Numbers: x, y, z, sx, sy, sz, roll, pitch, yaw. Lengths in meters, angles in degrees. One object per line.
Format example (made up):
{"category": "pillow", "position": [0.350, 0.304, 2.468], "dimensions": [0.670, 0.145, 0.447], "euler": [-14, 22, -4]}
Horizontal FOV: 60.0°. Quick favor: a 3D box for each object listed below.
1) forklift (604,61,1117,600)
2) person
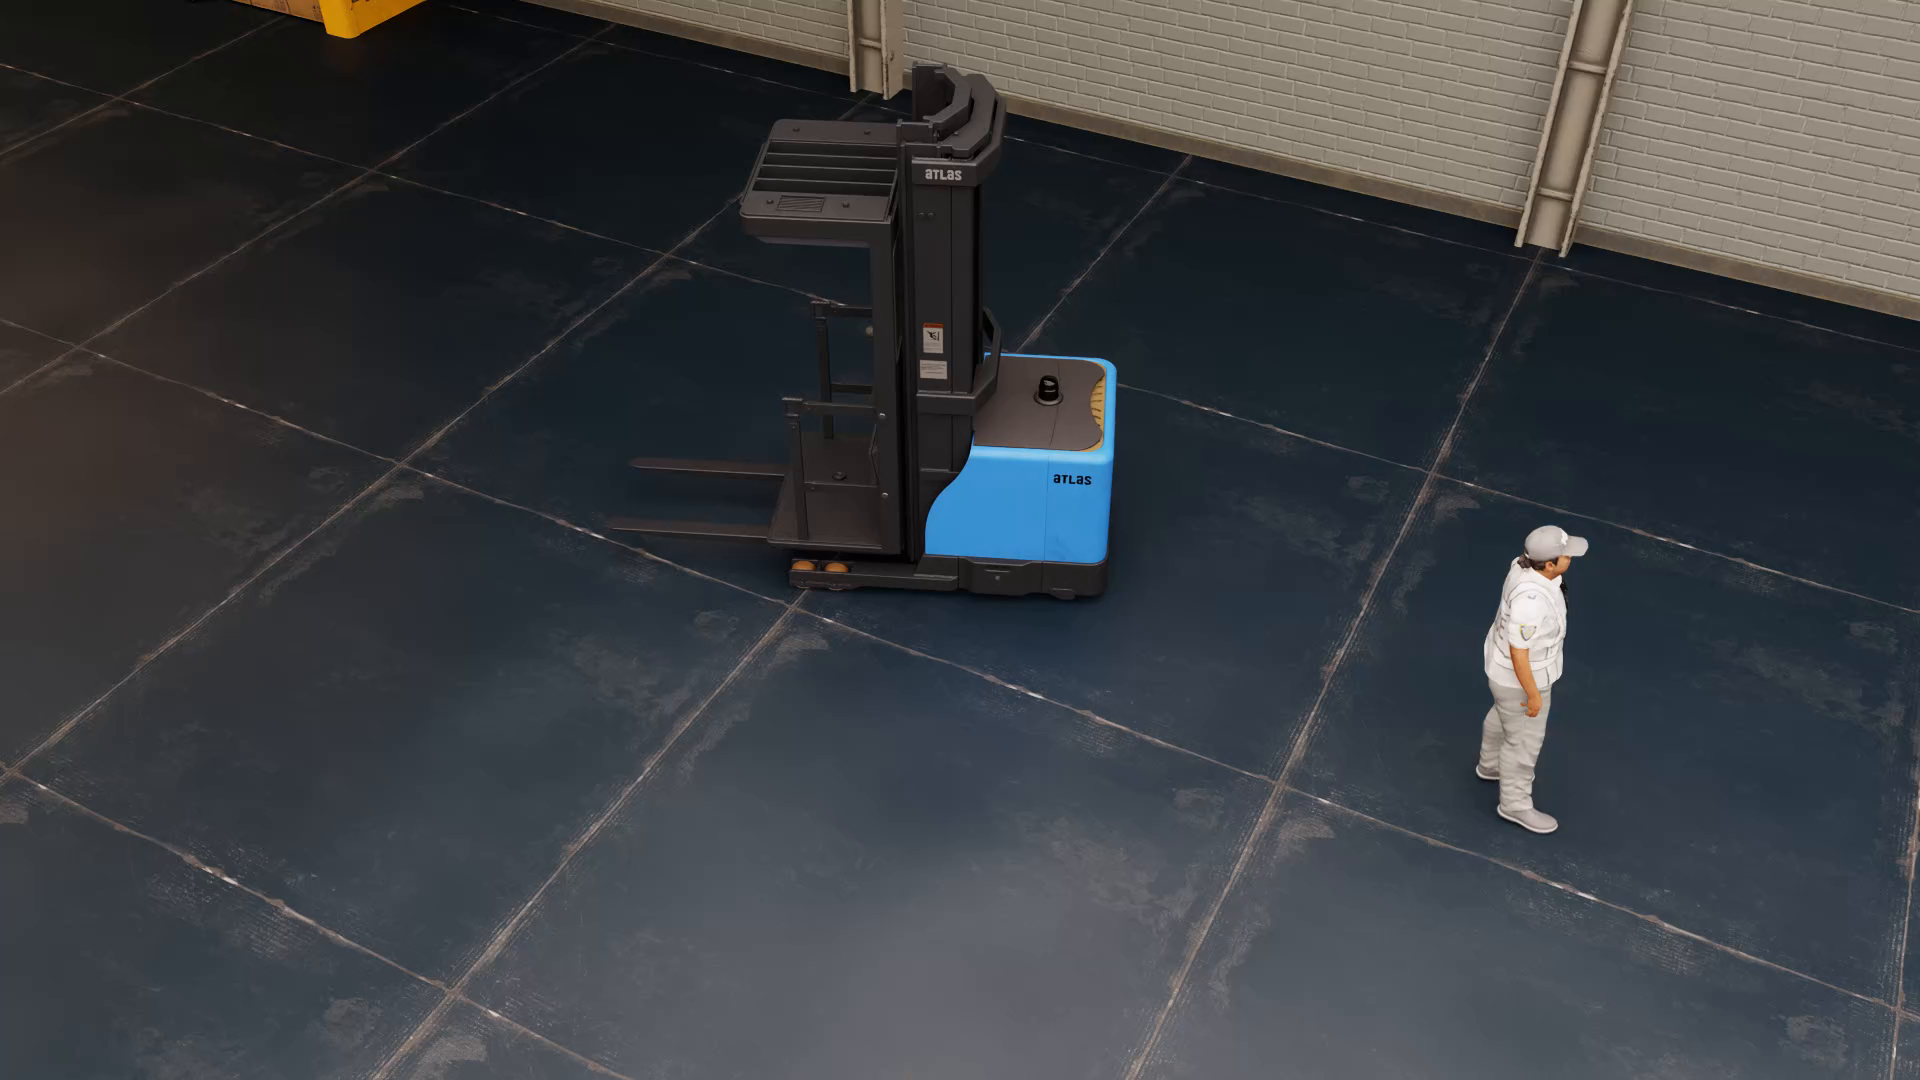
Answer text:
{"category": "forklift", "position": [-0.606, -1.157, 9.360], "dimensions": [3.031, 2.935, 1.130], "euler": [3, 40, 4]}
{"category": "person", "position": [2.849, 0.646, 8.190], "dimensions": [0.529, 1.670, 0.598], "euler": [9, 41, 10]}
